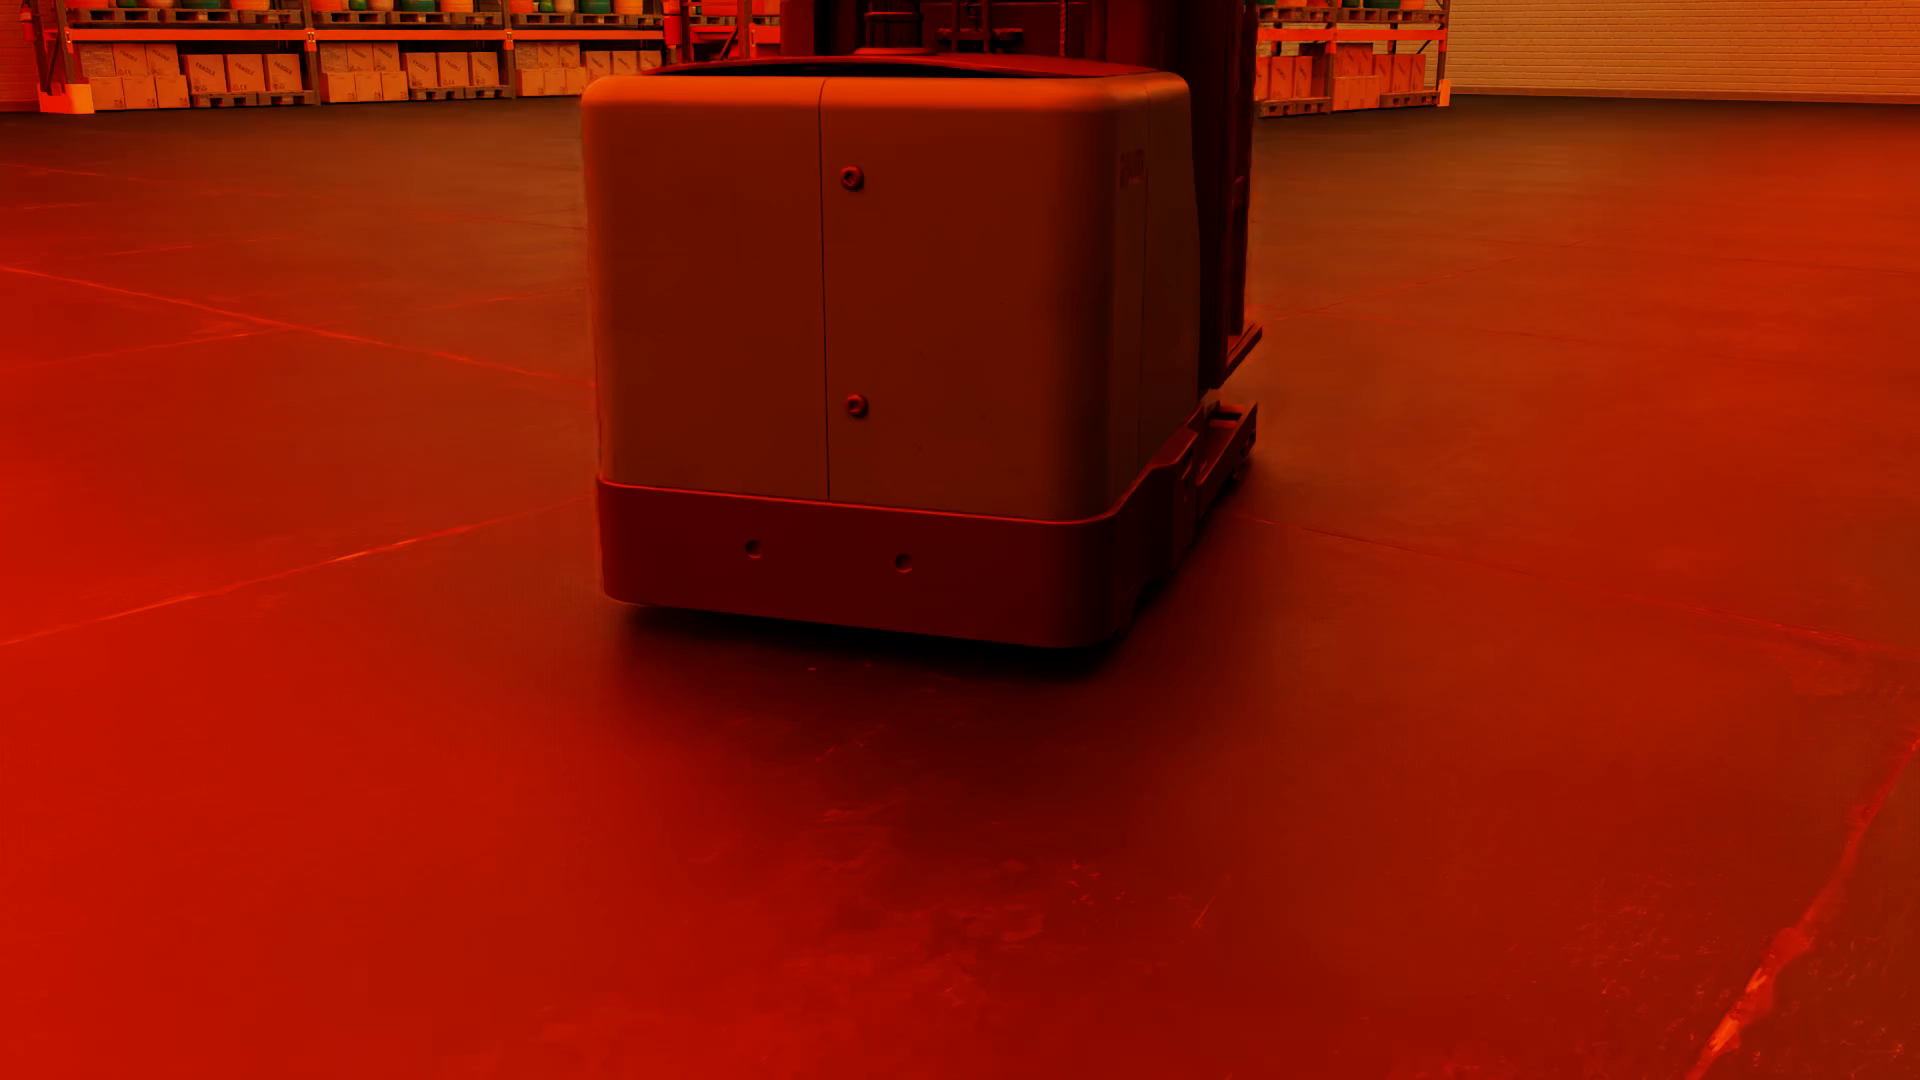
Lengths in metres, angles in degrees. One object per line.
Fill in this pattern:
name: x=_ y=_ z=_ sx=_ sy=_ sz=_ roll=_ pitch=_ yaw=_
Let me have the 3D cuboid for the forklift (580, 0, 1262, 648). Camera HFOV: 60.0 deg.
forklift: x=0.204 y=-1.592 z=4.140 sx=1.130 sy=2.935 sz=3.031 roll=5 pitch=18 yaw=17
